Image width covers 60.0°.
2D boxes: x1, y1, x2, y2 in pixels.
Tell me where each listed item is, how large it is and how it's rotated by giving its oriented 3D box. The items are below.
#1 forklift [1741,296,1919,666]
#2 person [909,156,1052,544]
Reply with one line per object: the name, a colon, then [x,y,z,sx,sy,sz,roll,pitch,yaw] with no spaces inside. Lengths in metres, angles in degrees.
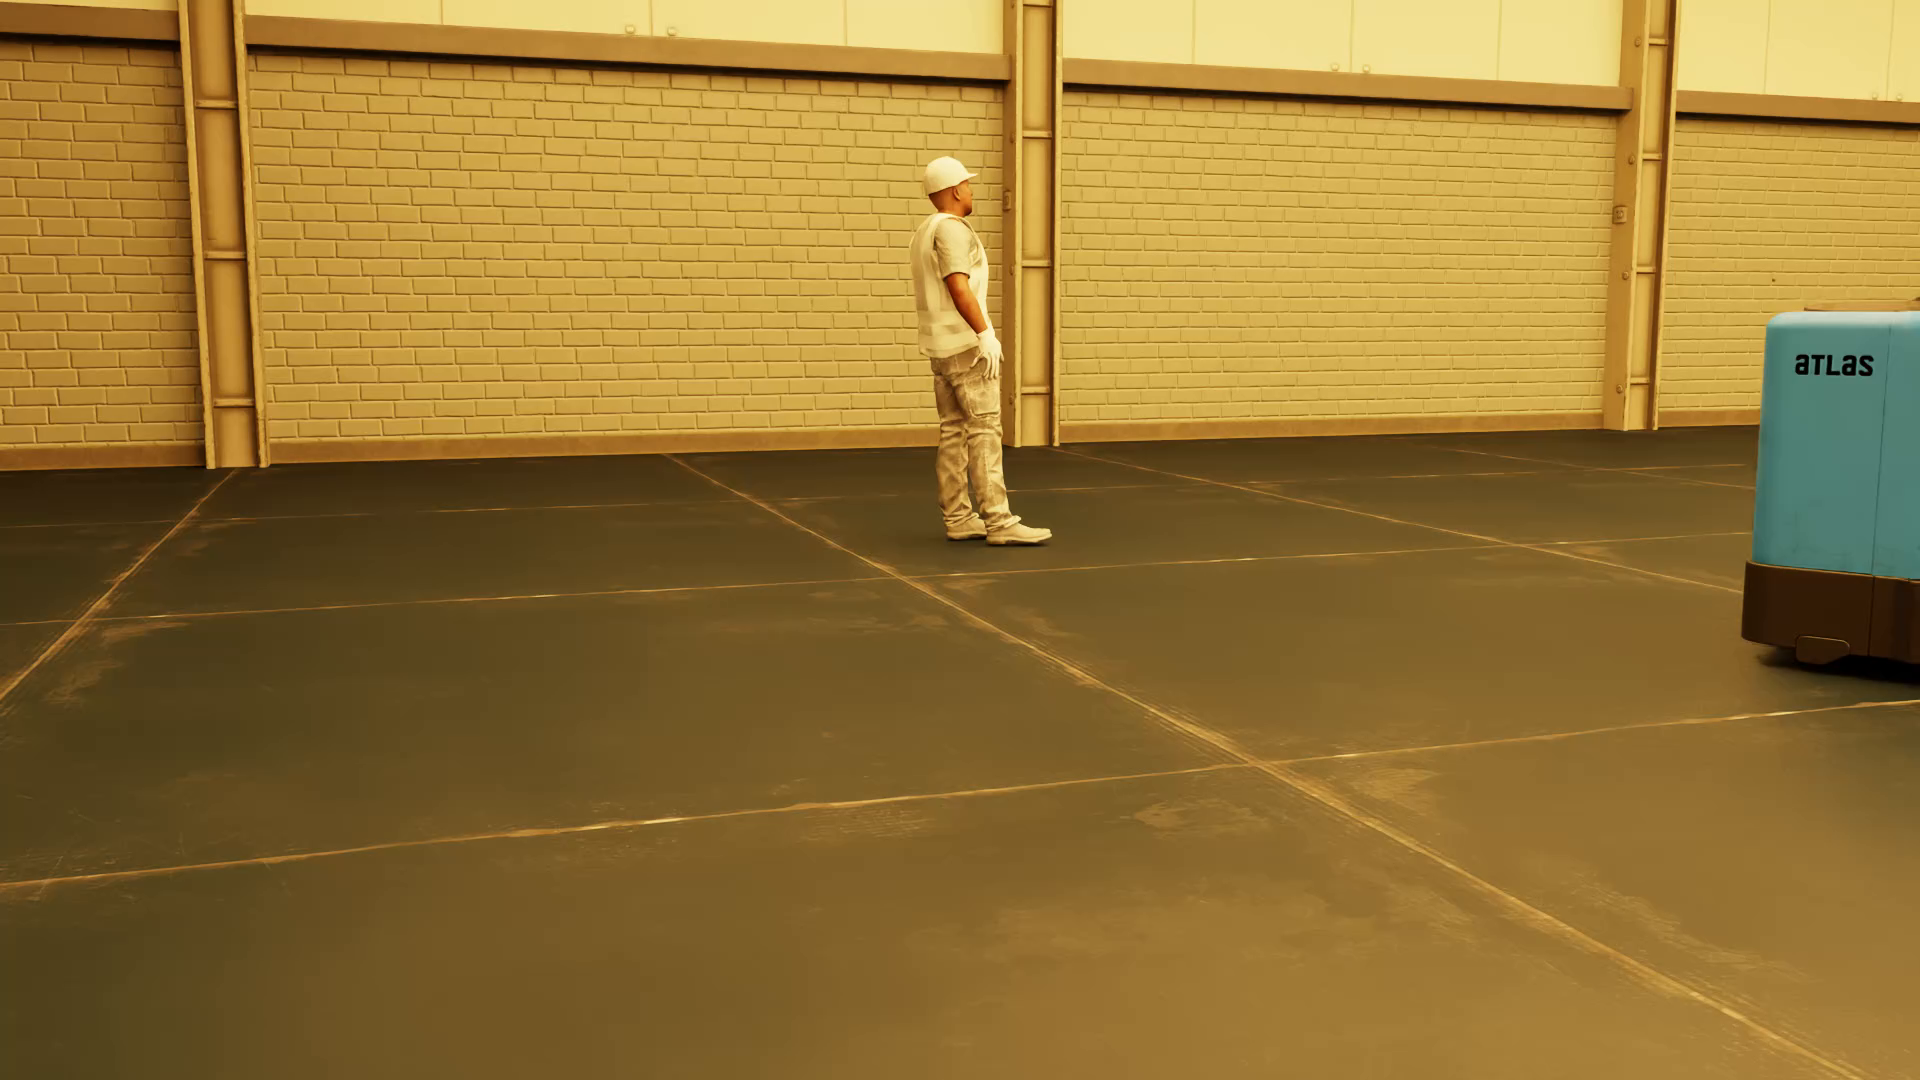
forklift: [3.856,-0.990,4.322,3.031,2.935,1.130,7,10,41]
person: [0.071,-0.893,7.817,0.577,1.782,0.656,-3,8,-18]
